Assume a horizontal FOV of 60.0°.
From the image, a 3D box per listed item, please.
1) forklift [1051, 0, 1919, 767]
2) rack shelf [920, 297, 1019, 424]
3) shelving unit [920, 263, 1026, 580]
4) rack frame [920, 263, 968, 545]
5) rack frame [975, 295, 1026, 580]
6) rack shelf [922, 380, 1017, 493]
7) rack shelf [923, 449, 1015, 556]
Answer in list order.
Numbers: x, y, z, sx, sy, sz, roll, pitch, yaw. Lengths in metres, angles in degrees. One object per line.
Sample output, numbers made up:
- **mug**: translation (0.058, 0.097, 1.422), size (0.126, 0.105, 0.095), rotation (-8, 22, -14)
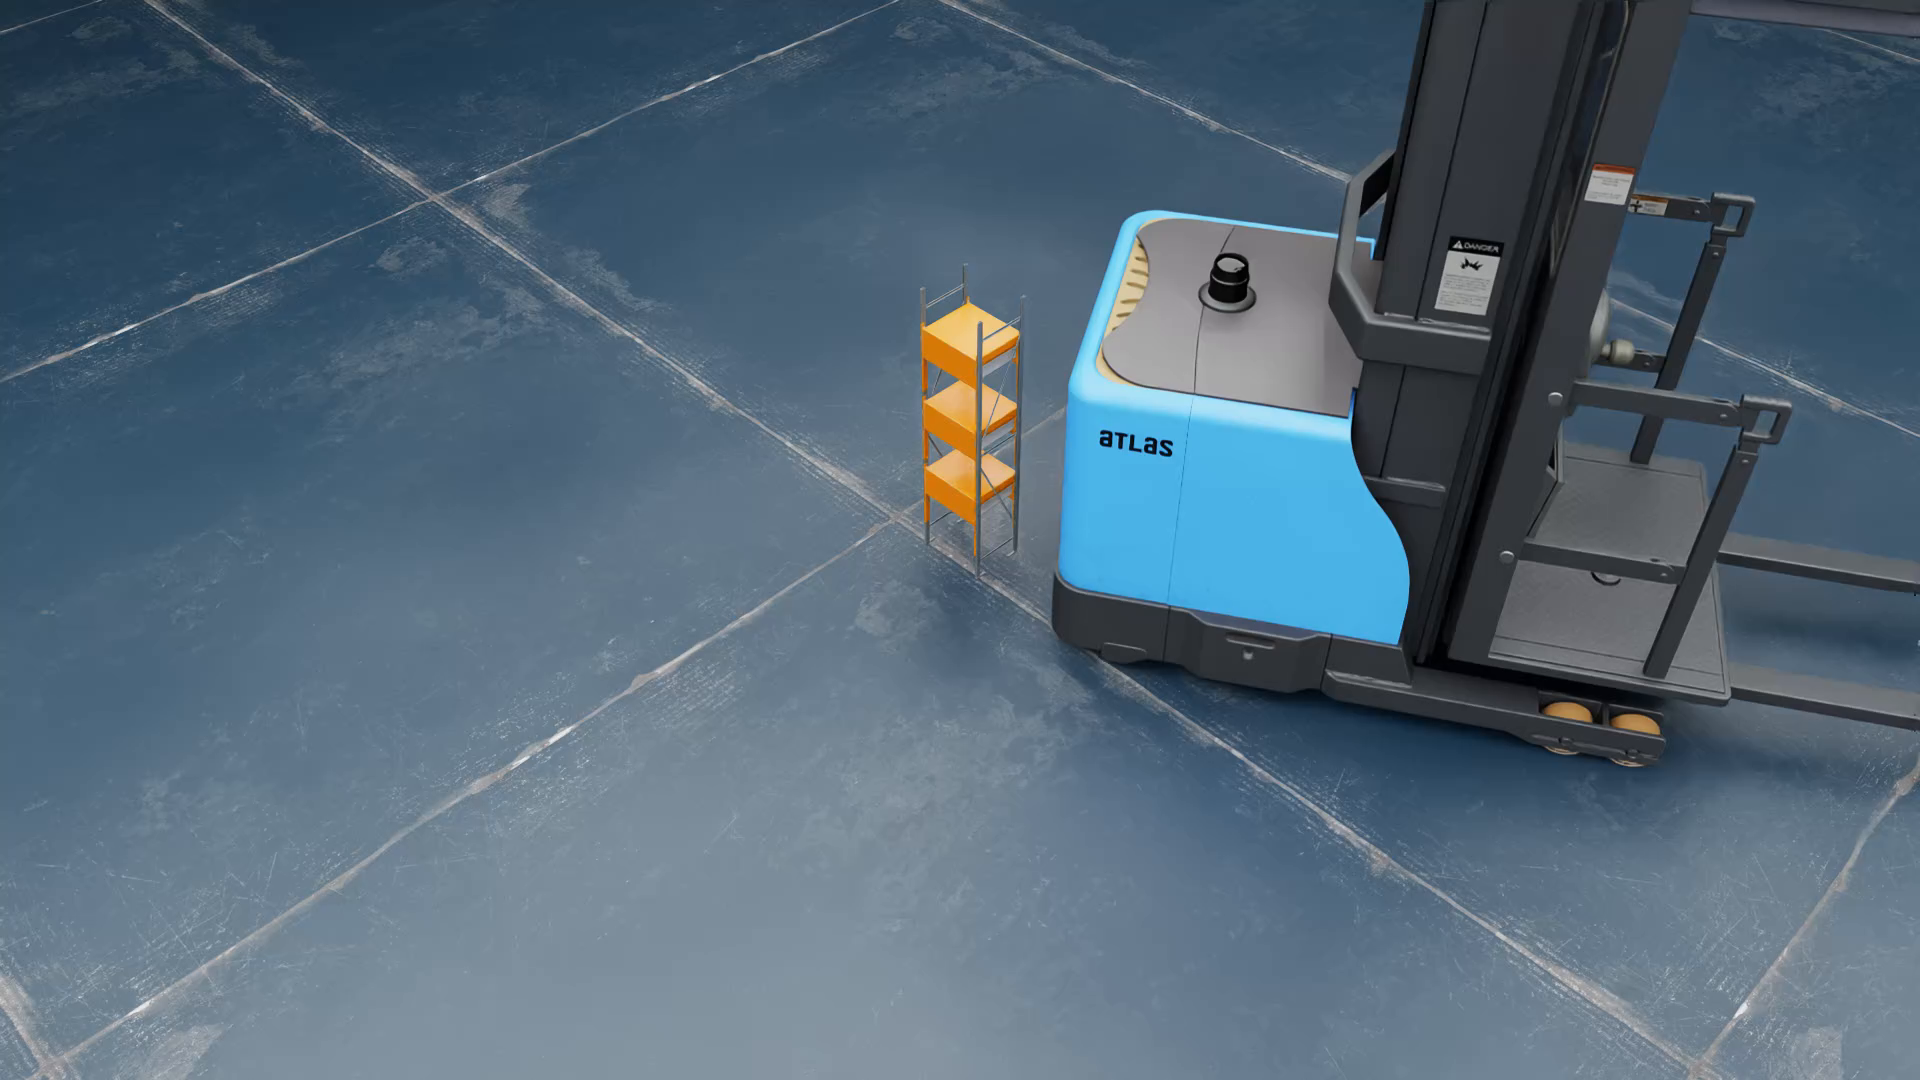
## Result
- **forklift**: translation (1.869, -0.795, 4.450), size (3.031, 2.935, 1.130), rotation (10, 44, 10)
- **rack shelf**: translation (0.038, -0.560, 5.180), size (0.215, 0.259, 0.240), rotation (-34, 53, -31)
- **shelving unit**: translation (0.038, -0.360, 5.366), size (0.215, 1.050, 0.252), rotation (-34, 53, -31)
- **rack frame**: translation (-0.048, -0.418, 5.429), size (0.200, 1.050, 0.008), rotation (-34, 53, -31)
- **rack frame**: translation (0.124, -0.301, 5.302), size (0.200, 1.050, 0.008), rotation (-34, 53, -31)
- **rack shelf**: translation (0.038, -0.352, 5.373), size (0.215, 0.259, 0.240), rotation (-34, 53, -31)
- **rack shelf**: translation (0.038, -0.148, 5.562), size (0.215, 0.259, 0.240), rotation (-34, 53, -31)
